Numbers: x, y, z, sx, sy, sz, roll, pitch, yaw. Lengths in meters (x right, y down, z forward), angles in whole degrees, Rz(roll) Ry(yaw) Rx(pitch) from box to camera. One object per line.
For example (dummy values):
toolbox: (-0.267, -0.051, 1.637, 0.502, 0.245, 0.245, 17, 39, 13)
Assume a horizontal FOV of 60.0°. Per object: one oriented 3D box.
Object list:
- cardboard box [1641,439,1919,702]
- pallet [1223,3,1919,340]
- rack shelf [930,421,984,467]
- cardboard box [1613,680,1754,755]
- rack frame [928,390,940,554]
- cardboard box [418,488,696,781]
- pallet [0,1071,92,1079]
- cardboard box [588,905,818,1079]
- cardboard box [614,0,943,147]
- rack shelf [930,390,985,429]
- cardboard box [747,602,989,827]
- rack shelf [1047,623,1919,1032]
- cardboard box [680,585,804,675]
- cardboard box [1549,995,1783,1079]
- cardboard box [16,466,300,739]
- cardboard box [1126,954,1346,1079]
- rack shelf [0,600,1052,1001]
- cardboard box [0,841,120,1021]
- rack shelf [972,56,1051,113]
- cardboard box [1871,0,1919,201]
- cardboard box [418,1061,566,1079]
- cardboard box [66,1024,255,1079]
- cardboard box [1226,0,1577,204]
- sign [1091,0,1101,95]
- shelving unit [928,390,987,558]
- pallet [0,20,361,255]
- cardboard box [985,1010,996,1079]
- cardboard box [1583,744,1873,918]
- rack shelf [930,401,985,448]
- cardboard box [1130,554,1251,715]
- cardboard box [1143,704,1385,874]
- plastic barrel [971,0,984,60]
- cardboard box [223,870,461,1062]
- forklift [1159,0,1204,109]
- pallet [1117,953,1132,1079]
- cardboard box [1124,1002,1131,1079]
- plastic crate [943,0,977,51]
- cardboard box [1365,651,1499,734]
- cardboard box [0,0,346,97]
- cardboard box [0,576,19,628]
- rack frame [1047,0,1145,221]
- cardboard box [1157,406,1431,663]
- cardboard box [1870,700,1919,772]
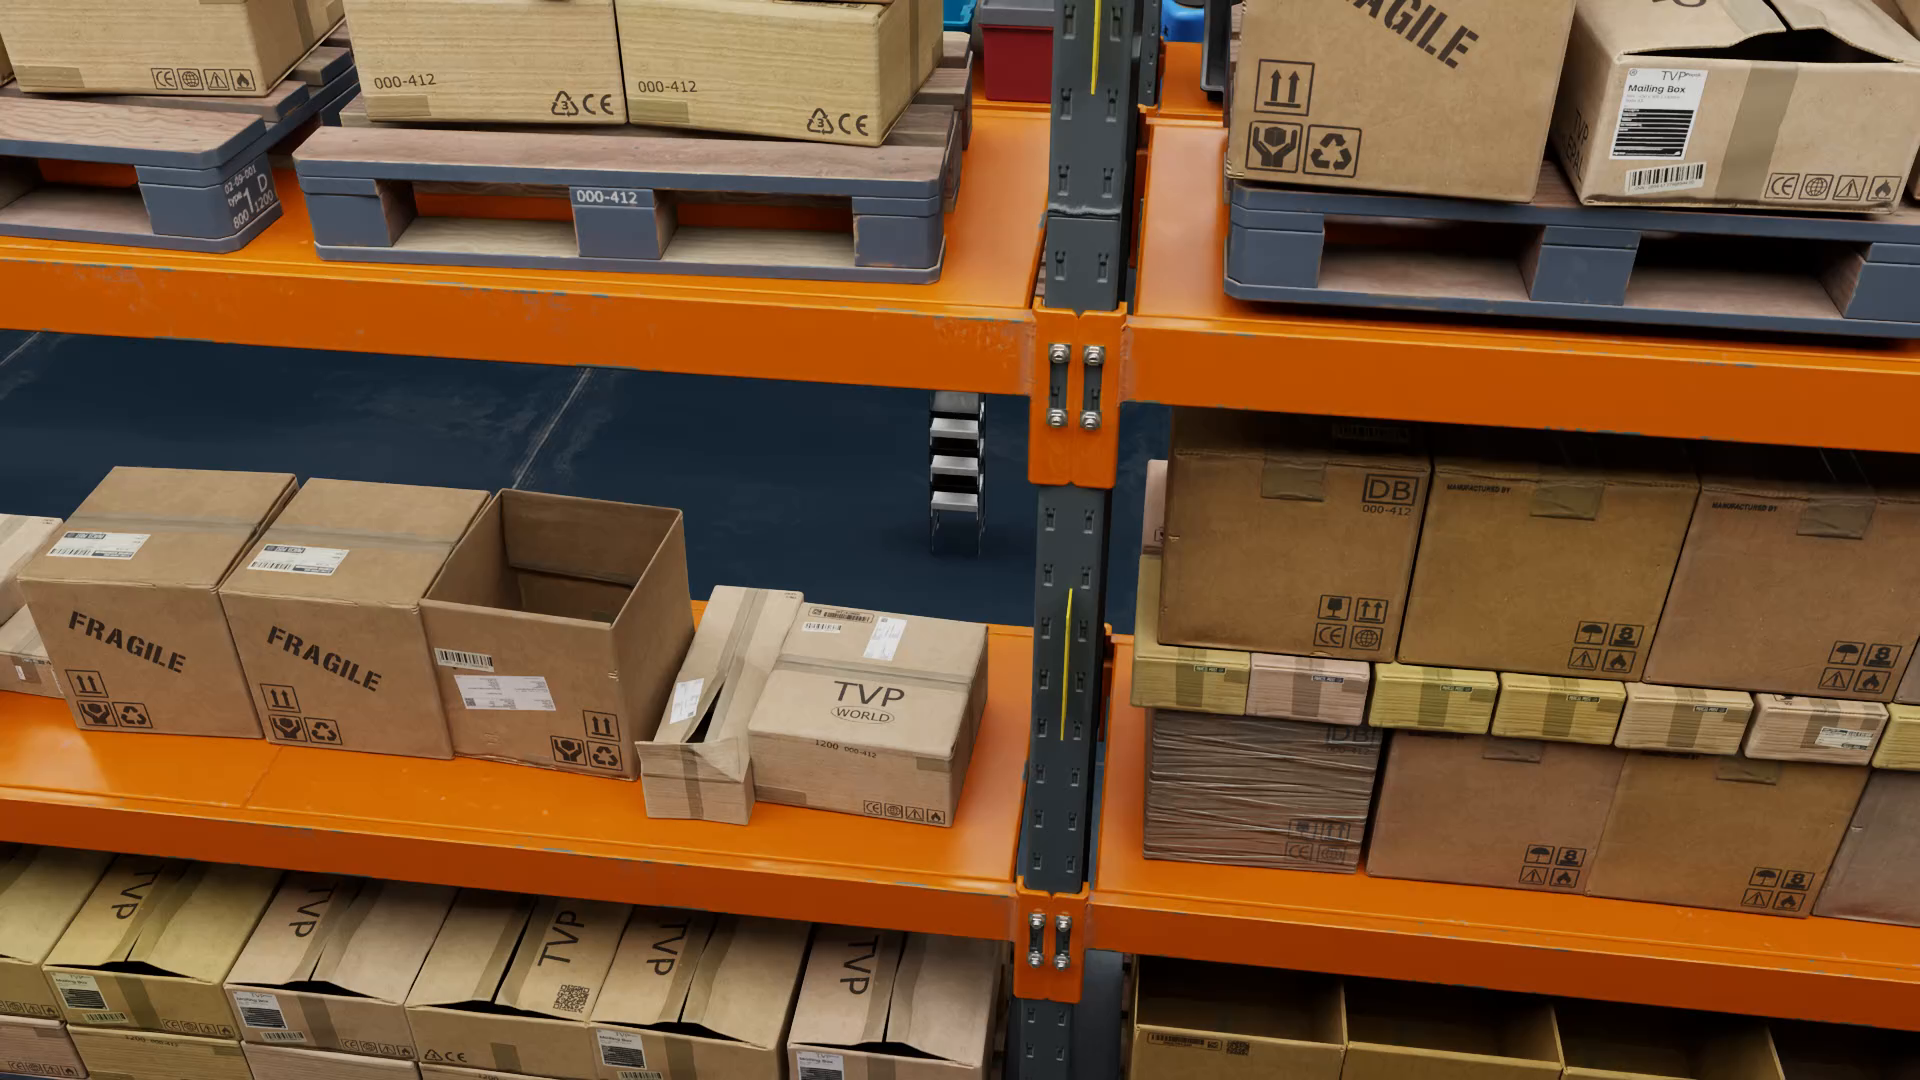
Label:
cardboard box: (1.715, -0.085, 3.584, 0.500, 0.500, 0.700, 4, 36, 6)
pallet: (1.125, -0.756, 3.222, 1.213, 0.211, 1.003, 4, 36, 6)
rack shelf: (-0.008, -0.413, 6.957, 0.200, 0.077, 0.258, 4, 36, 6)
cardboard box: (1.531, 0.282, 3.628, 0.250, 0.149, 0.380, 3, 36, 4)
rack frame: (-0.109, -0.374, 7.000, 0.006, 0.900, 0.240, 4, 36, 6)
cardboard box: (-1.006, 0.235, 4.253, 0.500, 0.500, 0.500, 7, 36, 9)
pallet: (-2.880, 1.303, 5.243, 1.213, 0.211, 1.003, 4, 36, 6)
cardboard box: (-0.679, 1.201, 4.508, 0.500, 0.311, 0.500, 5, 36, 7)
cardboard box: (-0.334, -1.001, 3.257, 0.500, 0.250, 0.500, 8, 36, 11)
rack shelf: (-0.008, -0.560, 6.852, 0.200, 0.077, 0.258, 4, 36, 6)
cardboard box: (-0.218, 0.430, 4.194, 0.500, 0.250, 0.500, 6, 36, 9)
rack shelf: (2.260, 0.821, 4.136, 4.000, 0.370, 1.077, 4, 36, 6)
cardboard box: (-0.577, 0.299, 4.465, 0.250, 0.149, 0.380, 4, 36, 6)
cardboard box: (1.688, 1.312, 4.189, 0.500, 0.500, 0.500, 4, 36, 6)
cardboard box: (-2.025, 0.159, 4.360, 0.500, 0.500, 0.500, 2, 36, 3)
cardboard box: (0.696, 1.238, 4.293, 0.500, 0.500, 0.500, 4, 36, 6)
rack shelf: (-1.708, 0.525, 4.551, 4.000, 0.370, 1.077, 4, 36, 6)
cardboard box: (-2.687, 1.046, 4.724, 0.500, 0.311, 0.500, 3, 36, 5)
rack shelf: (-1.073, -2.328, 8.550, 4.000, 0.370, 1.077, 4, 36, 6)
cardboard box: (1.893, -0.916, 2.798, 0.637, 0.503, 0.797, 8, 36, 11)
cardboard box: (-1.181, 1.389, 4.727, 0.500, 0.250, 0.500, 5, 36, 7)
cardboard box: (-2.194, 1.312, 4.834, 0.500, 0.250, 0.500, 3, 36, 5)
cardboard box: (0.742, -0.920, 2.807, 0.500, 0.500, 0.500, 7, 36, 10)
sign: (0.217, -0.866, 2.583, 0.005, 0.325, 0.100, 4, 36, 6)
shelving unit: (-0.008, -0.367, 6.989, 0.210, 0.900, 0.258, 4, 36, 6)
pallet: (-1.897, -0.980, 3.621, 1.213, 0.211, 1.003, 6, 36, 8)
cardboard box: (-0.172, 1.465, 4.621, 0.500, 0.250, 0.500, 4, 36, 6)
cardboard box: (1.738, 0.444, 3.960, 0.500, 0.500, 0.700, 5, 36, 7)
rack shelf: (-0.008, -0.486, 6.904, 0.200, 0.077, 0.258, 4, 36, 6)
cardboard box: (0.518, 0.207, 3.733, 0.250, 0.149, 0.380, 4, 36, 6)
cardboard box: (0.717, 0.369, 4.065, 0.500, 0.500, 0.700, 3, 36, 5)
plastic barrel: (-0.010, -2.726, 8.370, 0.433, 0.535, 0.433, 0, 36, 0)
cardboard box: (-1.672, 1.123, 4.617, 0.500, 0.311, 0.500, 4, 36, 5)
forklift: (1.479, -4.303, 10.756, 1.130, 2.935, 3.031, -6, 36, -9)
pallet: (1.059, 1.598, 4.829, 1.213, 0.211, 1.003, 4, 36, 6)
cardboard box: (0.697, 1.538, 4.519, 0.500, 0.250, 0.500, 4, 36, 6)
plastic crate: (-0.223, -2.369, 8.001, 0.575, 0.384, 0.392, 4, 36, 6)
cardboard box: (1.023, 0.244, 3.682, 0.250, 0.149, 0.380, 3, 36, 5)
cardboard box: (-1.613, -1.127, 3.433, 0.500, 0.250, 0.500, 1, 36, 2)
cardboard box: (-2.829, 0.299, 4.326, 0.500, 0.311, 0.500, 4, 36, 5)
rack frame: (0.276, -2.061, 2.392, 0.127, 3.000, 1.000, 4, 36, 6)
cardboard box: (0.717, -0.159, 3.688, 0.500, 0.500, 0.700, 4, 36, 6)
cardboard box: (2.055, 0.320, 3.575, 0.250, 0.149, 0.380, 4, 36, 6)
